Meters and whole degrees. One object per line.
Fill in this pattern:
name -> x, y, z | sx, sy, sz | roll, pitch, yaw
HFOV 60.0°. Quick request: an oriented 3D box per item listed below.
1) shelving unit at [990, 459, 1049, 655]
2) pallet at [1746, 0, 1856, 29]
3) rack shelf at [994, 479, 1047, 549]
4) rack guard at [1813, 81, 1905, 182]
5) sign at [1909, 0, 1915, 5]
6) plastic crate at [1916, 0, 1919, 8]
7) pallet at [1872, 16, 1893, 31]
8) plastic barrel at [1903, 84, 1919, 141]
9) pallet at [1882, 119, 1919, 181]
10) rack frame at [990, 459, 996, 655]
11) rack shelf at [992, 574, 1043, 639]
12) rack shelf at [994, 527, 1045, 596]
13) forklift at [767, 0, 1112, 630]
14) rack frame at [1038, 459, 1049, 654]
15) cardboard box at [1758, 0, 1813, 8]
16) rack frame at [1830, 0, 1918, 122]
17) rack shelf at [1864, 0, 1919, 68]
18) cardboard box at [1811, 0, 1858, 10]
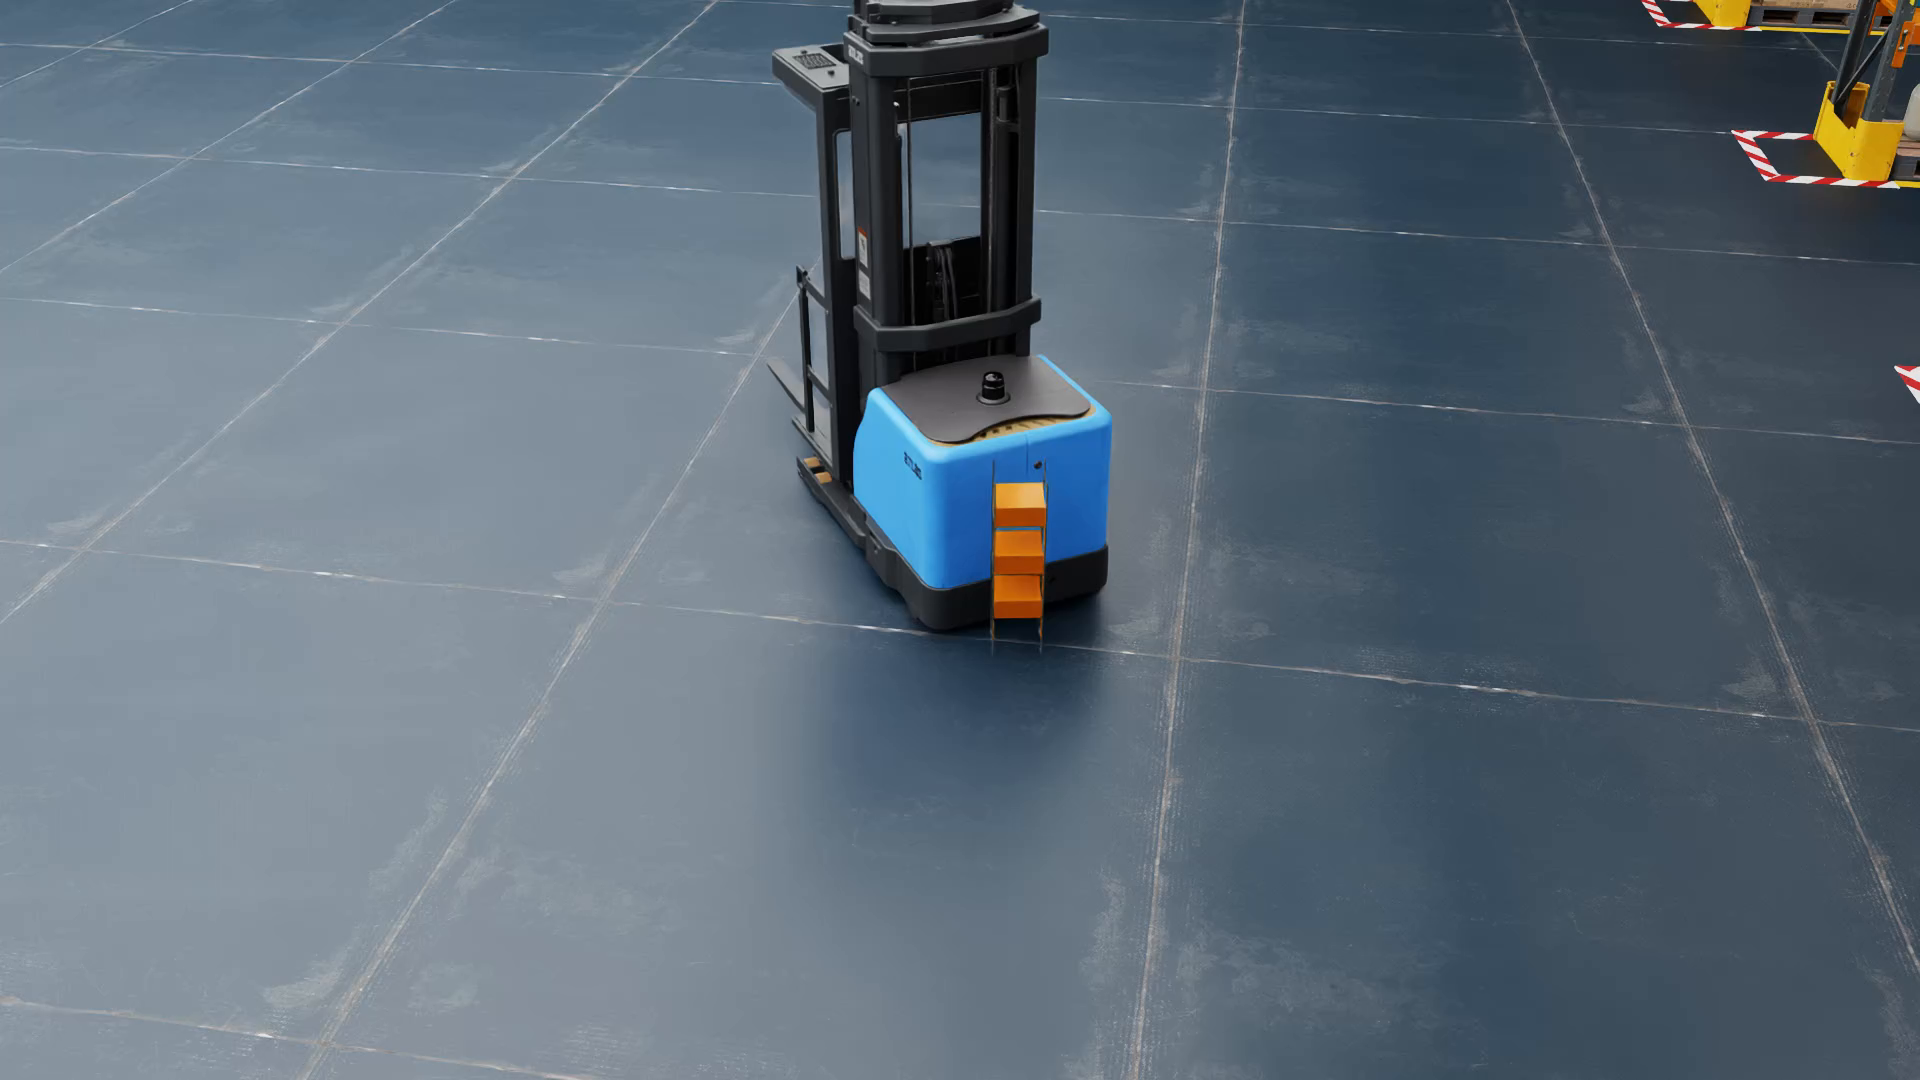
shelving unit -> 0.282, 0.095, 8.092 | 0.252, 1.050, 0.215 | -1, 37, -1
pallet -> 9.327, -5.972, 18.592 | 1.213, 0.211, 1.003 | 5, 32, 8
rack shelf -> 0.283, -0.122, 7.926 | 0.240, 0.259, 0.215 | -1, 37, -1
rack guard -> 7.812, -3.568, 14.480 | 0.348, 0.500, 1.175 | 5, 32, 8
sign -> 7.632, -4.440, 13.256 | 0.005, 0.325, 0.100 | 5, 32, 8
plastic crate -> 8.273, -4.659, 14.006 | 0.616, 0.251, 0.499 | 5, 32, 8
pallet -> 10.526, -5.862, 18.416 | 1.213, 0.211, 1.003 | 5, 32, 8
plastic barrel -> 8.391, -3.715, 14.307 | 0.421, 0.512, 0.421 | 0, 32, 0
pallet -> 8.612, -3.371, 14.436 | 1.213, 0.211, 1.003 | 5, 32, 8
rack frame -> 0.160, 0.097, 8.089 | 0.008, 1.050, 0.200 | -1, 37, -1
rack shelf -> 0.282, 0.325, 8.266 | 0.240, 0.259, 0.215 | -1, 37, -1
rack shelf -> 0.282, 0.104, 8.098 | 0.240, 0.259, 0.215 | -1, 37, -1
forklift -> -0.302, -1.555, 8.972 | 1.130, 2.935, 3.031 | -14, 35, -21
rack frame -> 0.404, 0.094, 8.094 | 0.008, 1.050, 0.200 | -1, 37, -1
cardboard box -> 9.057, -6.049, 18.282 | 0.500, 0.250, 0.500 | 5, 32, 8
rack frame -> 7.729, -4.610, 13.788 | 0.127, 3.000, 1.000 | 5, 32, 8
rack shelf -> 9.701, -4.127, 13.694 | 4.000, 0.370, 1.077 | 5, 32, 8
cardboard box -> 9.551, -6.006, 18.214 | 0.500, 0.250, 0.500 | 5, 32, 8
